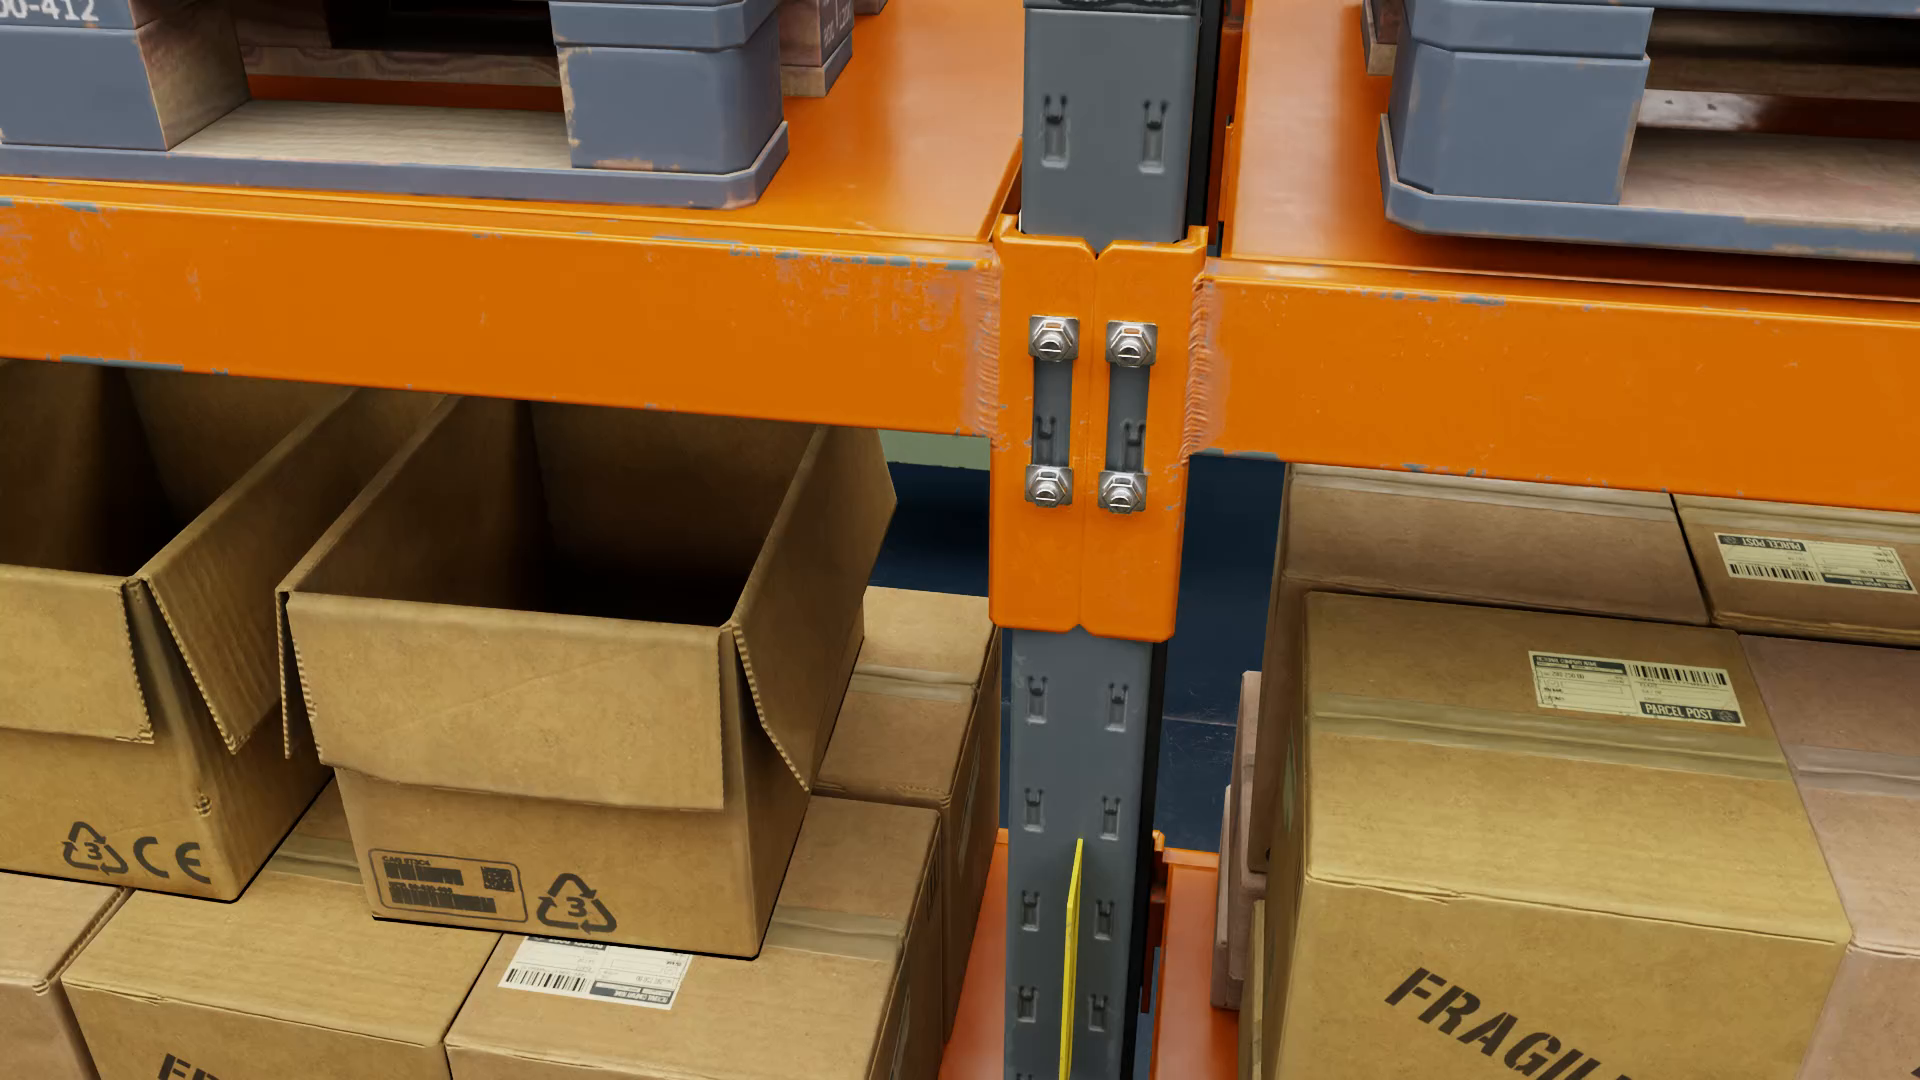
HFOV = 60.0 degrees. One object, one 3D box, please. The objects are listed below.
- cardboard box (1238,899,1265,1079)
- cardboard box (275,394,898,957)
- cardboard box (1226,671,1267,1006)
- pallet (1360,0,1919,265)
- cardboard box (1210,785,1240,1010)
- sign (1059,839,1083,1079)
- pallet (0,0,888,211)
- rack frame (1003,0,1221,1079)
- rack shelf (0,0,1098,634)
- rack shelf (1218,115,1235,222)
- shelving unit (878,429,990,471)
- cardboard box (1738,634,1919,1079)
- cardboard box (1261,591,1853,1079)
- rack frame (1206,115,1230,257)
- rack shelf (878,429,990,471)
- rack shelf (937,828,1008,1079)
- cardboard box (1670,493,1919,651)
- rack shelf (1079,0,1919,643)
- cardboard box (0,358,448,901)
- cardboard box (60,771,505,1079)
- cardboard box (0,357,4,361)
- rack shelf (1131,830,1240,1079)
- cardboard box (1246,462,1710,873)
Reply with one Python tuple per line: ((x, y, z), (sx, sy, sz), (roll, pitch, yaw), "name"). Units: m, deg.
((0.612, 0.743, 2.097), (0.500, 0.250, 0.500), (5, 32, 7), "cardboard box")
((-0.438, 0.106, 2.214), (0.637, 0.503, 0.797), (4, 32, 7), "cardboard box")
((0.672, 0.466, 2.540), (0.500, 0.250, 0.500), (5, 32, 7), "cardboard box")
((0.997, -0.529, 1.525), (1.213, 0.211, 1.003), (5, 32, 8), "pallet")
((0.548, 0.589, 2.719), (0.250, 0.149, 0.380), (5, 32, 8), "cardboard box")
((0.111, 0.454, 1.681), (0.005, 0.325, 0.100), (5, 32, 8), "sign")
((-0.719, -0.620, 1.767), (1.217, 0.209, 0.805), (4, 32, 6), "pallet")
((0.193, 0.626, 2.422), (0.127, 3.000, 1.000), (5, 32, 8), "rack frame")
((-1.779, -0.519, 2.103), (4.000, 0.370, 1.077), (5, 32, 8), "rack shelf")
((2.997, -1.481, 6.467), (4.000, 0.370, 1.077), (5, 32, 8), "rack shelf")
((-0.007, -0.636, 5.853), (0.755, 1.500, 0.431), (5, 32, 8), "shelving unit")
((1.106, 0.470, 1.826), (0.500, 0.500, 0.500), (5, 32, 8), "cardboard box")
((0.622, 0.422, 1.902), (0.500, 0.500, 0.500), (5, 32, 8), "cardboard box")
((1.026, -1.964, 6.561), (0.127, 3.000, 1.000), (5, 32, 8), "rack frame")
((-0.007, -0.360, 6.026), (0.720, 0.370, 0.431), (5, 32, 8), "rack shelf")
((-1.779, 0.753, 2.899), (4.000, 0.370, 1.077), (5, 32, 8), "rack shelf")
((1.184, 0.194, 2.267), (0.500, 0.500, 0.500), (5, 32, 9), "cardboard box")
((2.164, -0.162, 1.532), (4.000, 0.370, 1.077), (5, 32, 8), "rack shelf")
((-1.113, 0.039, 2.322), (0.637, 0.503, 0.797), (6, 32, 9), "cardboard box")
((-0.801, 0.637, 2.311), (0.500, 0.500, 0.500), (6, 33, 10), "cardboard box")
((-1.728, -0.009, 2.397), (0.637, 0.503, 0.797), (6, 33, 10), "cardboard box")
((2.164, 1.110, 2.328), (4.000, 0.370, 1.077), (5, 32, 8), "rack shelf")
((0.691, 0.147, 2.342), (0.500, 0.500, 0.500), (6, 33, 10), "cardboard box")
